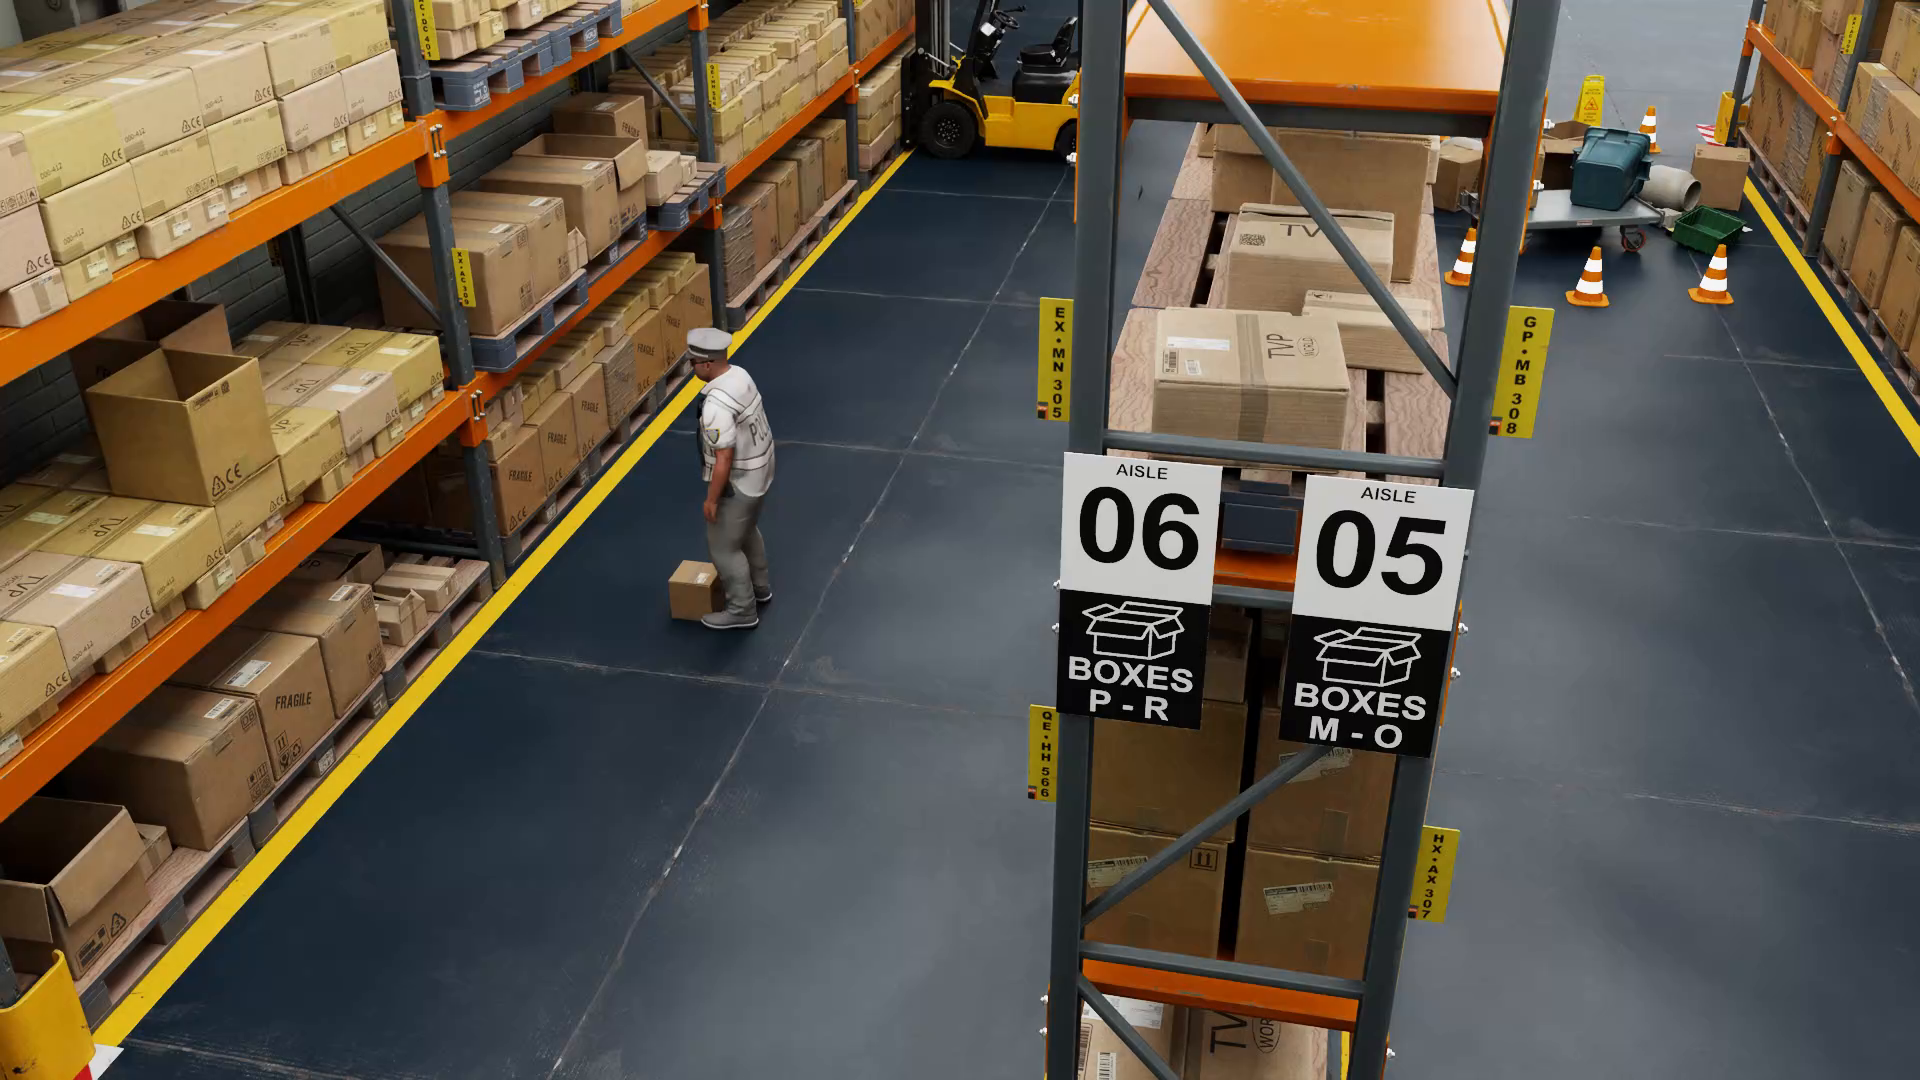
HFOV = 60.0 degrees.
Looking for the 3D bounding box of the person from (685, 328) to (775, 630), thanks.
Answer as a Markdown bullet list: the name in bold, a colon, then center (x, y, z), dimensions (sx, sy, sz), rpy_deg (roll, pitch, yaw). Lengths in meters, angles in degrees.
- **person**: center (-1.251, -0.334, 9.227), dimensions (0.429, 1.746, 0.604), rpy_deg (5, 29, 8)
